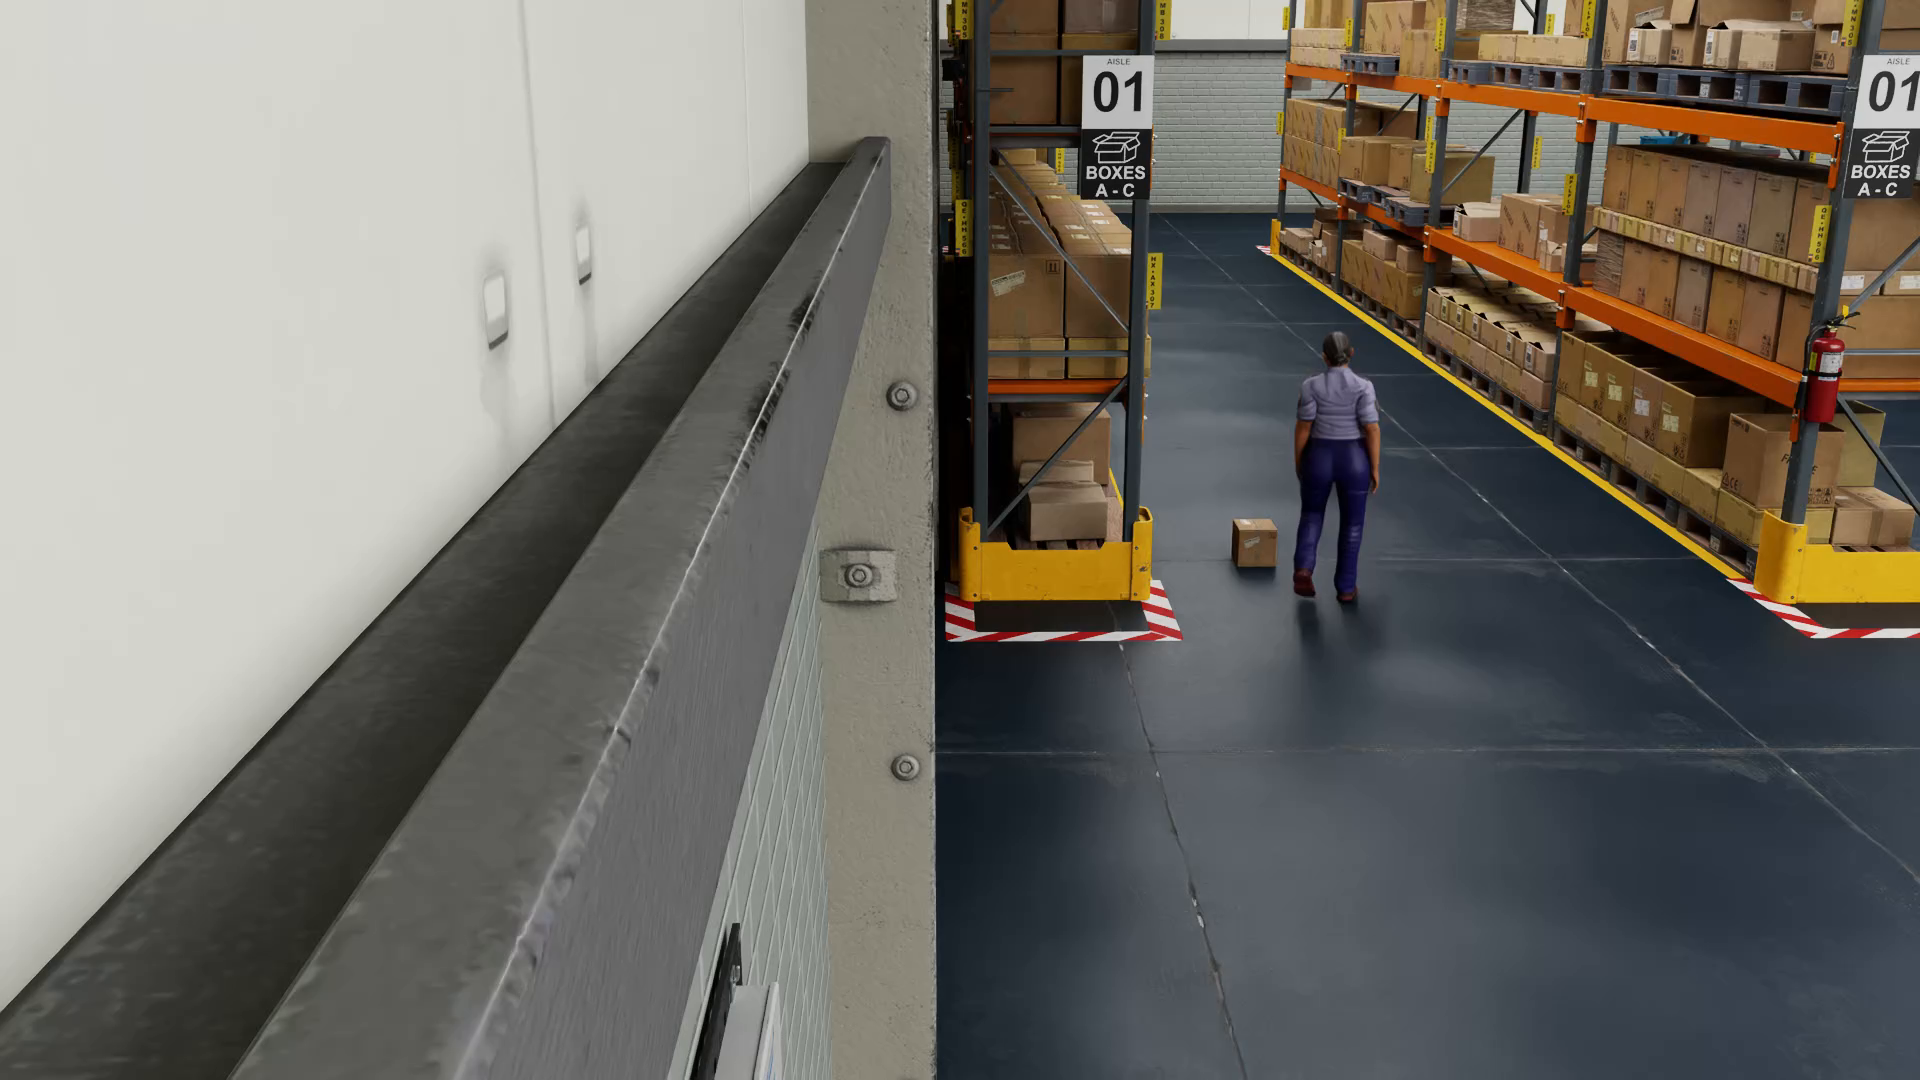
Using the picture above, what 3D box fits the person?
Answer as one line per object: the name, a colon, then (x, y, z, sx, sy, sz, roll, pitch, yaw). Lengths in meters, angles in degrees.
person: (2.250, -0.431, 9.936, 0.511, 1.648, 0.468, 6, 18, 19)
